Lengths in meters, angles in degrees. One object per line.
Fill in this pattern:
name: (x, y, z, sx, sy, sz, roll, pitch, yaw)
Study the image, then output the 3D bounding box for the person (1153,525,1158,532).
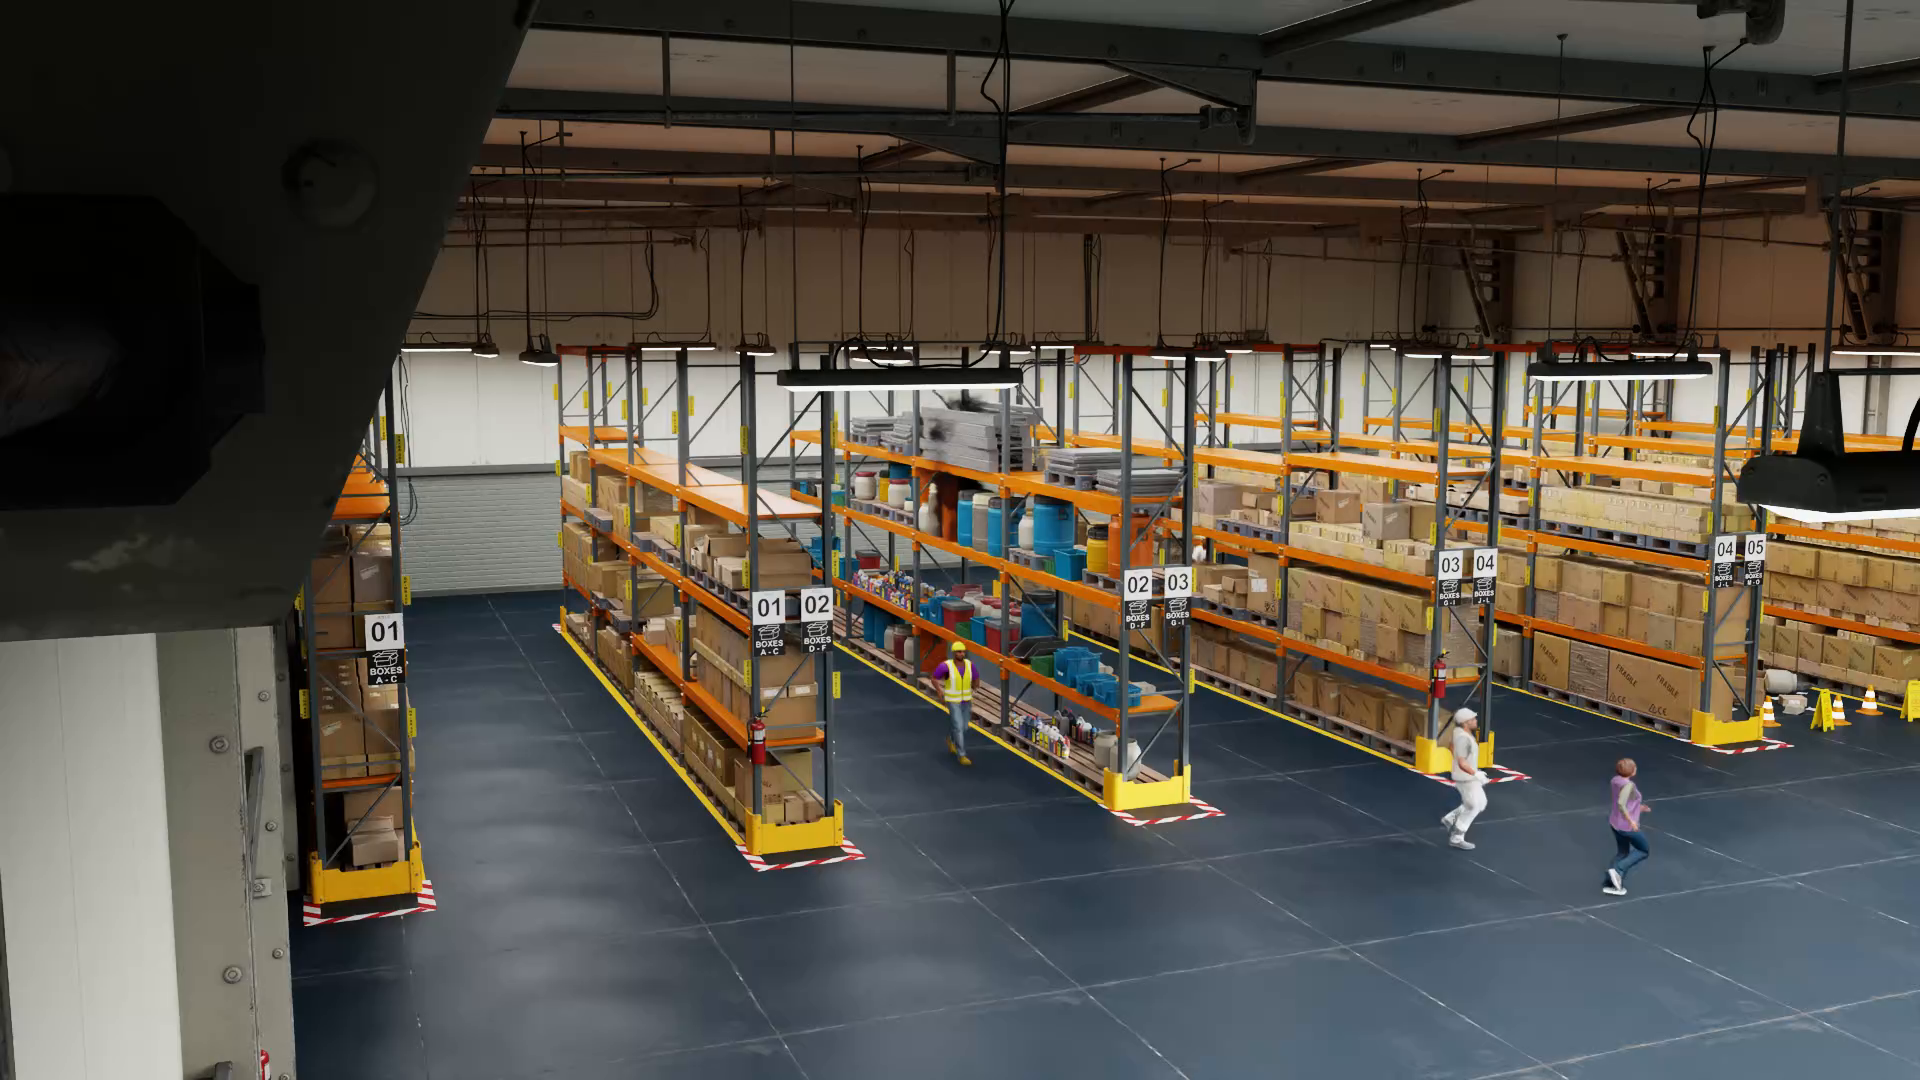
person: (4.590, 0.335, 41.042, 0.519, 1.578, 0.717, -4, 8, -27)

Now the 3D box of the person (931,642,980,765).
person: (-0.018, 2.354, 24.345, 0.716, 1.752, 0.872, -4, 8, -28)

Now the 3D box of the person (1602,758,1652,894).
person: (7.479, 3.202, 18.591, 0.549, 1.559, 0.522, -1, 7, -6)

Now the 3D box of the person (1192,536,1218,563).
person: (5.449, 0.745, 37.131, 0.712, 1.811, 0.937, -2, 8, -16)

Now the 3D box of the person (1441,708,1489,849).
person: (6.168, 2.901, 20.288, 0.544, 1.745, 0.663, 2, 7, 13)
